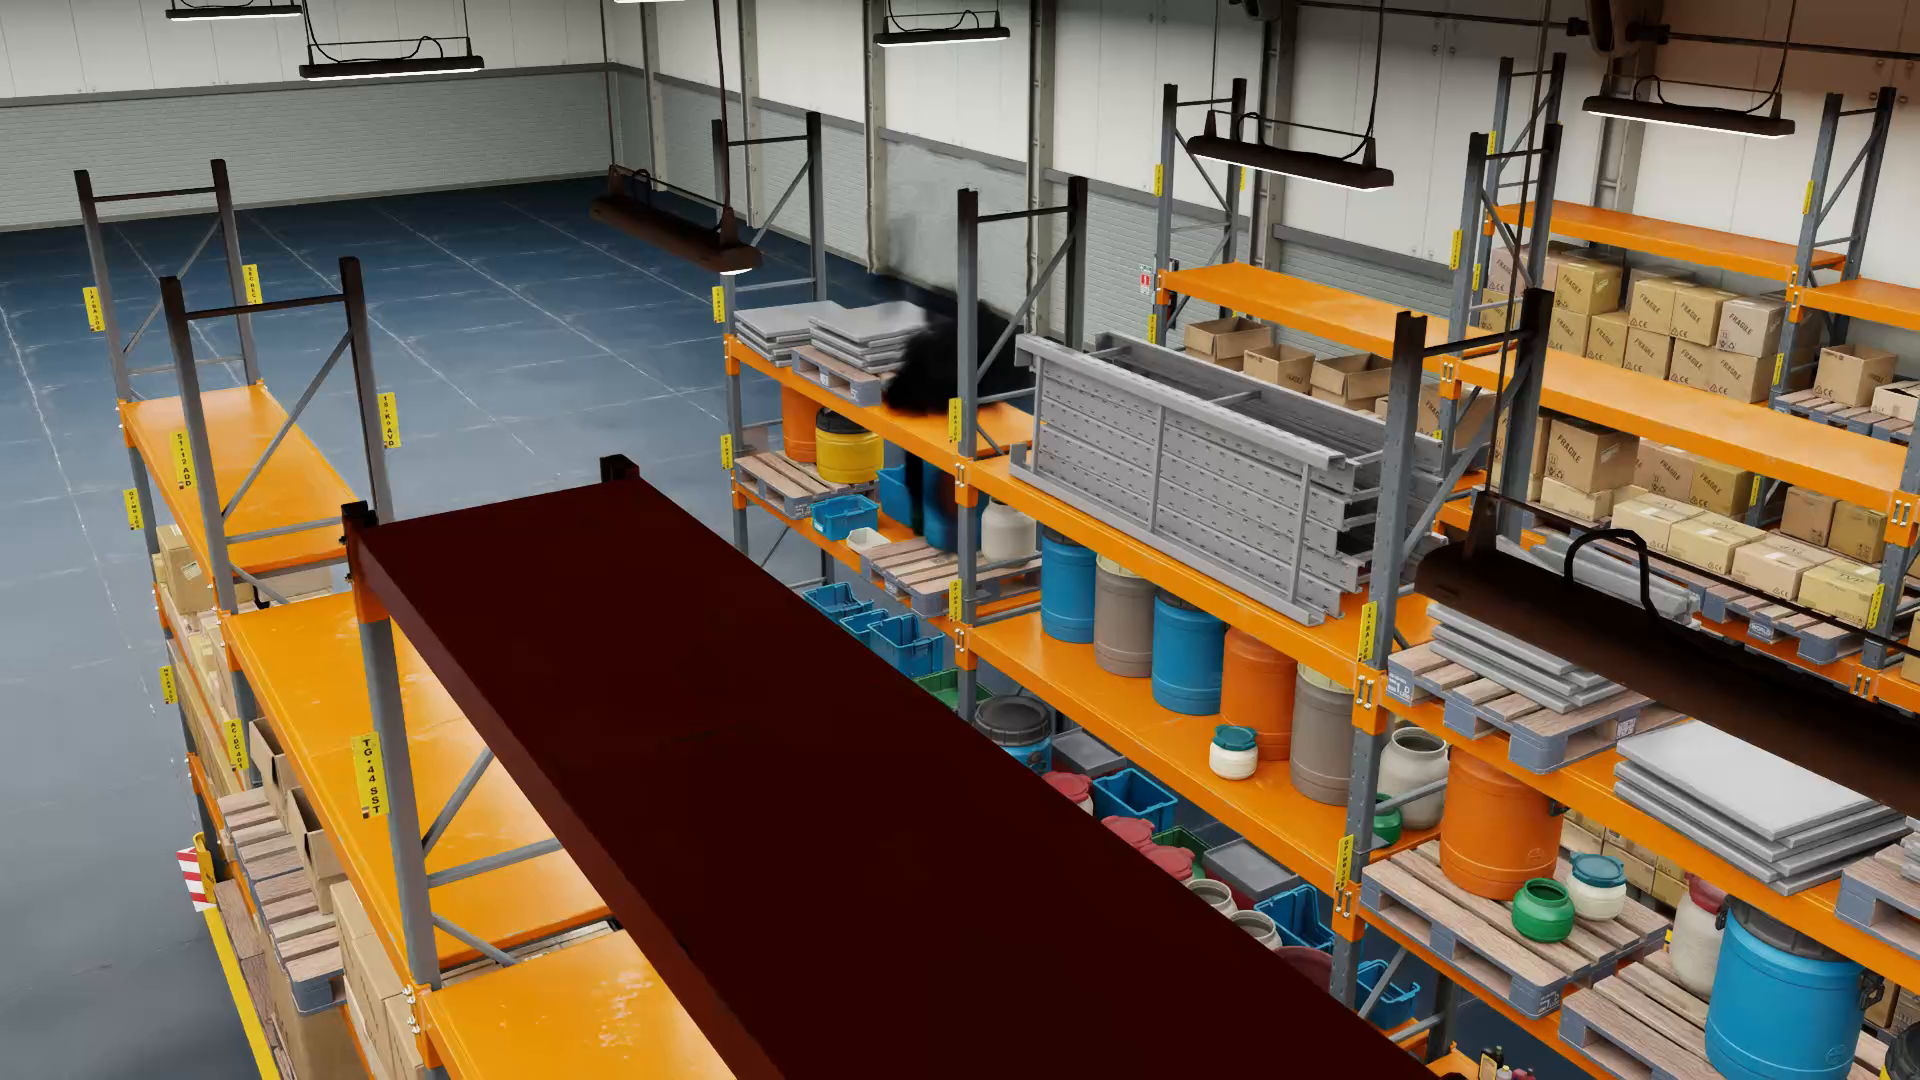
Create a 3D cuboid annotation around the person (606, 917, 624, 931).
[{"bbox_3d":[-2.530,2.581,12.145,0.709,1.543,0.640,-20,29,-41],"label":"person"}]
